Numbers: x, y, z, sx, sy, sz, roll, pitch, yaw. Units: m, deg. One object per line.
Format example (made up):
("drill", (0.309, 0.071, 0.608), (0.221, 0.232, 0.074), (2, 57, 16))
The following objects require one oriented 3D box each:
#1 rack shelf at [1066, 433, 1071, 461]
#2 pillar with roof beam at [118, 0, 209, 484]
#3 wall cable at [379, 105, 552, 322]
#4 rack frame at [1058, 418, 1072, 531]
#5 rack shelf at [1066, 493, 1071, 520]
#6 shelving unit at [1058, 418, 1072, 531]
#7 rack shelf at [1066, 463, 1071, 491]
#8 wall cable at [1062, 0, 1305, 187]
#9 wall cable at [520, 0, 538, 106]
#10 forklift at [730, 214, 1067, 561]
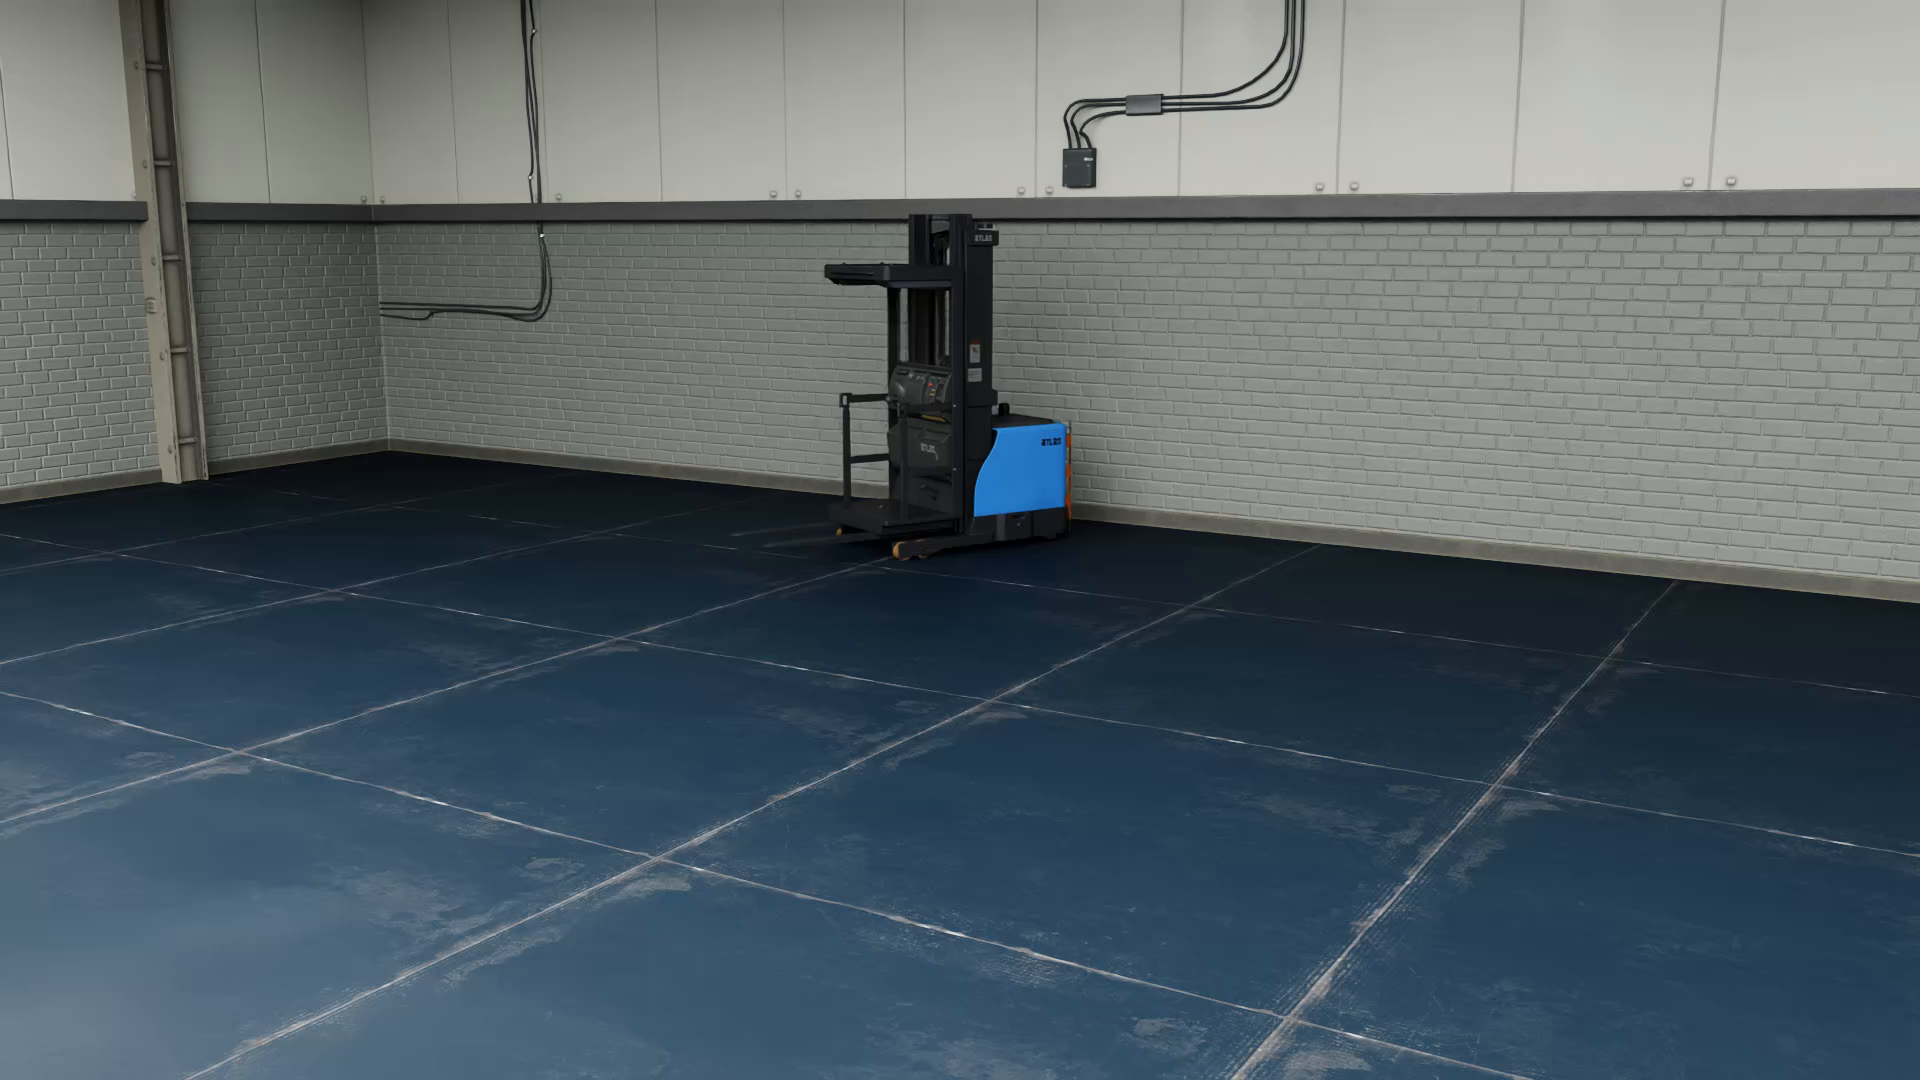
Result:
("rack shelf", (0.882, -0.873, 15.575), (0.240, 0.259, 0.215), (-7, 13, -33))
("pillar with roof beam", (-5.112, -4.689, 15.842), (9.100, 9.000, 0.400), (6, 12, 31))
("wall cable", (-6.131, -3.911, 20.125), (3.097, 2.526, 0.112), (6, 12, 31))
("rack frame", (0.984, -0.617, 15.692), (0.008, 1.050, 0.200), (-7, 13, -33))
("rack shelf", (0.882, -0.321, 15.679), (0.240, 0.259, 0.215), (-7, 13, -33))
("shelving unit", (0.882, -0.604, 15.626), (0.252, 1.050, 0.215), (-7, 13, -33))
("rack shelf", (0.882, -0.594, 15.628), (0.240, 0.259, 0.215), (-7, 13, -33))
("wall cable", (1.974, -6.200, 14.668), (2.305, 6.003, 0.169), (6, 12, 31))
("wall cable", (-3.819, -6.135, 18.280), (3.097, 2.526, 0.112), (6, 12, 31))
("forklift", (-0.529, -1.372, 14.613), (3.031, 2.935, 1.130), (-7, 13, -33))
